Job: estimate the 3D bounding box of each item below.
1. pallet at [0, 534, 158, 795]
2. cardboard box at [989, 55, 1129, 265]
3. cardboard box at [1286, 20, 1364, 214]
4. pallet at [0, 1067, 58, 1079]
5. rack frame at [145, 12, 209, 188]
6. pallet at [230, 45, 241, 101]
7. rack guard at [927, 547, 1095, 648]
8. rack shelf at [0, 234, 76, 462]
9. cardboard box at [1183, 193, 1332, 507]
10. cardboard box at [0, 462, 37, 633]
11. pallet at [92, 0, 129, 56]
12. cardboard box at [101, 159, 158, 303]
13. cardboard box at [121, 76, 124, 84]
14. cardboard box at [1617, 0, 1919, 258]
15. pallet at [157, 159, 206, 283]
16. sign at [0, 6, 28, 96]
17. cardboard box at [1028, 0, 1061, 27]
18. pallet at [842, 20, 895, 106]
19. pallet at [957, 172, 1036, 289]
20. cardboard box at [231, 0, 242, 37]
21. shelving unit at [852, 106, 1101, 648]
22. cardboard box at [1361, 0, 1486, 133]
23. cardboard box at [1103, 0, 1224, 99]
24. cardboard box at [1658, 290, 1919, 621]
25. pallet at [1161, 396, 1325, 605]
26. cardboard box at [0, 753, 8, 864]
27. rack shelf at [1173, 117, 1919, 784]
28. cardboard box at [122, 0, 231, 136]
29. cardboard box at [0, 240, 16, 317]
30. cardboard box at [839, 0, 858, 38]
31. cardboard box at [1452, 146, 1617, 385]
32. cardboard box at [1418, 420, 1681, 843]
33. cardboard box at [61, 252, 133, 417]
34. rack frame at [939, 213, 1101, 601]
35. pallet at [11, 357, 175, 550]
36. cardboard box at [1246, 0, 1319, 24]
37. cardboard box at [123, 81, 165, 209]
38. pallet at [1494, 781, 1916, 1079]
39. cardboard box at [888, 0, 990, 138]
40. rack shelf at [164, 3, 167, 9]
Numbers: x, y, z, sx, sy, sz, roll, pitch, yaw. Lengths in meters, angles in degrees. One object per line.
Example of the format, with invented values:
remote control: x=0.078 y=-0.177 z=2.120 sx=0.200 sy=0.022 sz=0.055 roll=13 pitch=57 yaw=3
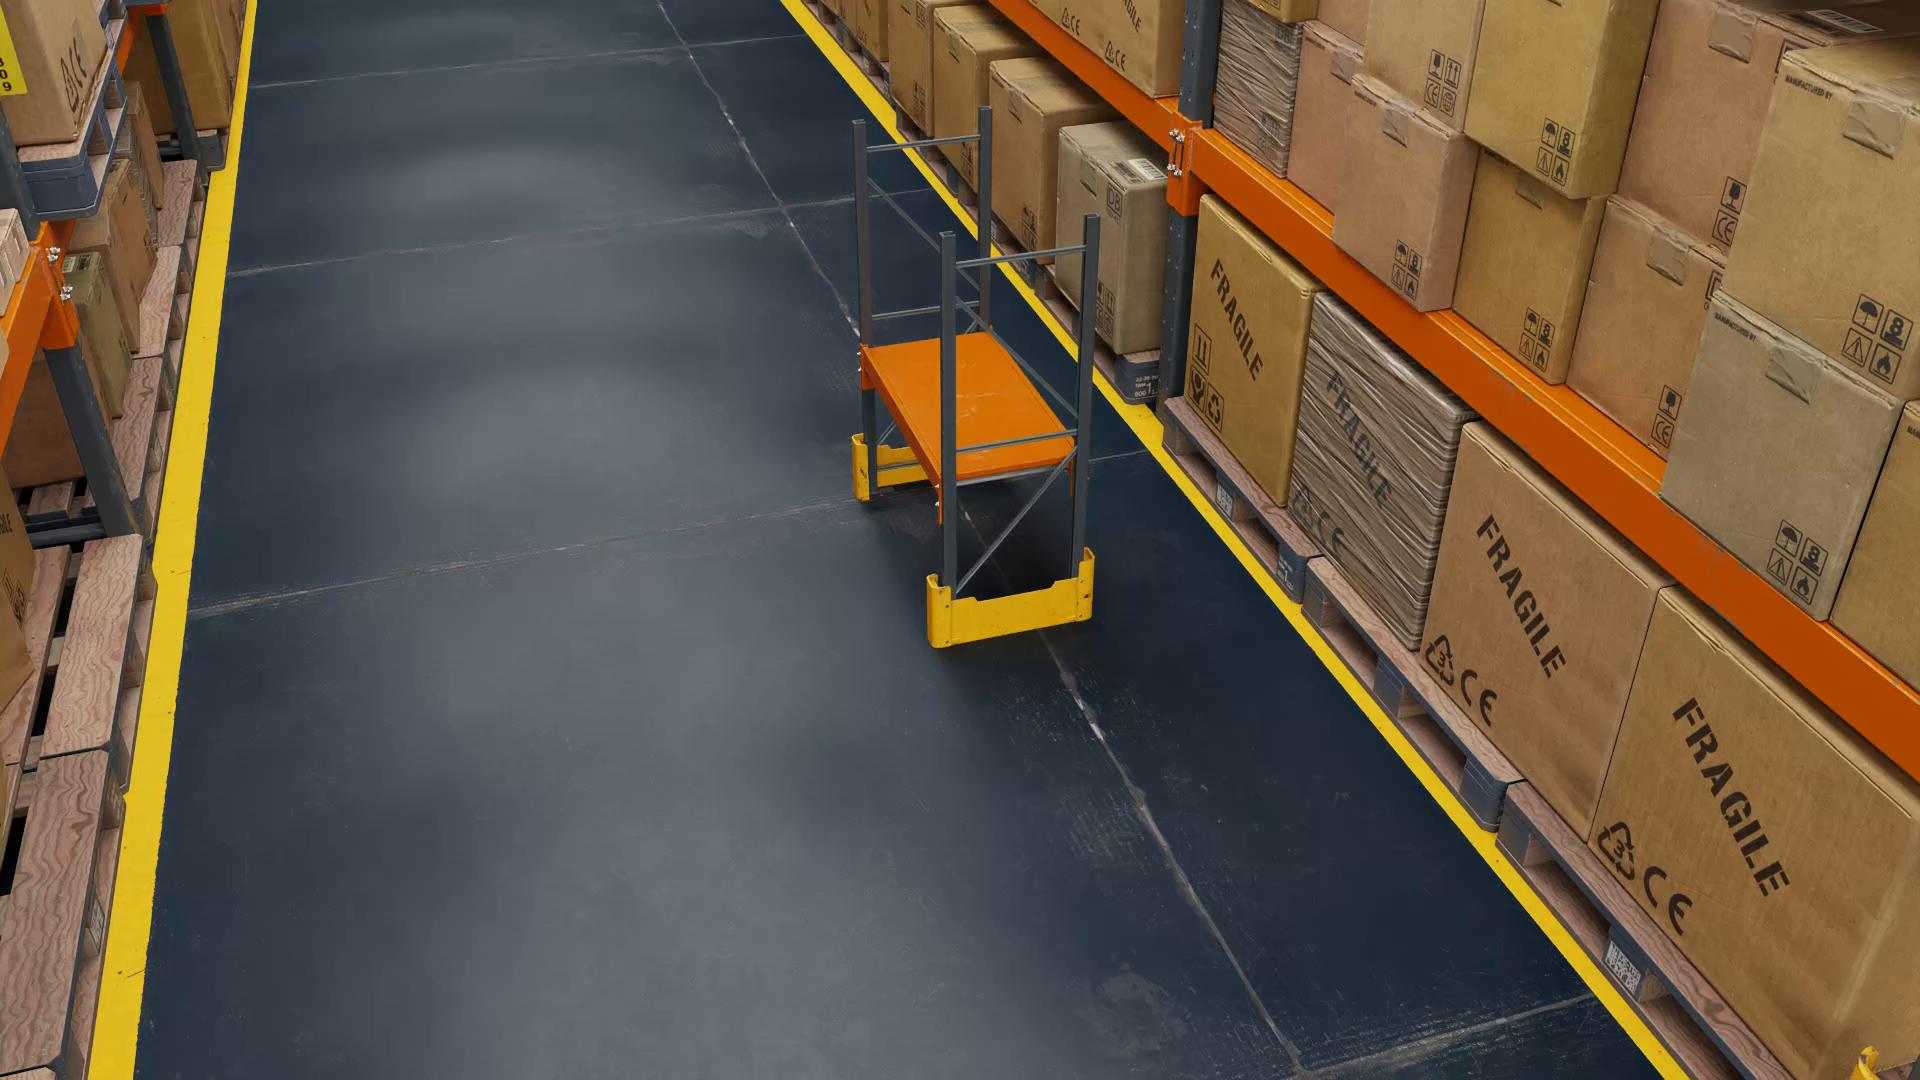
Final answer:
pallet: x=-3.196 y=0.462 z=5.360 sx=1.003 sy=0.211 sz=1.213 roll=-10 pitch=35 yaw=-15
cardboard box: x=0.754 y=-1.884 z=8.040 sx=1.050 sy=0.750 sz=0.750 roll=-10 pitch=35 yaw=-15
cardboard box: x=1.633 y=-1.415 z=5.535 sx=0.875 sy=0.550 sz=0.550 roll=-10 pitch=35 yaw=-15
pallet: x=-2.452 y=1.743 z=3.421 sx=1.003 sy=0.211 sz=1.213 roll=-10 pitch=35 yaw=-15
rack frame: x=-4.655 y=-3.149 z=8.294 sx=1.000 sy=3.000 sz=0.127 roll=-10 pitch=35 yaw=-15
pallet: x=-5.192 y=-3.051 z=10.676 sx=1.003 sy=0.211 sz=1.213 roll=-10 pitch=35 yaw=-15
rack guard: x=0.175 y=0.197 z=5.725 sx=0.587 sy=0.250 sz=0.087 roll=-10 pitch=35 yaw=-15
rack shelf: x=-2.825 y=0.302 z=3.725 sx=1.077 sy=0.370 sz=4.000 roll=-10 pitch=35 yaw=-15
cardboard box: x=1.445 y=-0.776 z=6.250 sx=0.875 sy=0.875 sz=0.875 roll=-9 pitch=35 yaw=-14
cardboard box: x=-3.351 y=0.036 z=5.361 sx=0.500 sy=0.500 sz=0.500 roll=-11 pitch=35 yaw=-16
pallet: x=-4.012 y=-2.036 z=6.785 sx=1.003 sy=0.211 sz=1.213 roll=-10 pitch=35 yaw=-15
cardboard box: x=-4.070 y=-1.355 z=7.449 sx=0.700 sy=0.500 sz=0.500 roll=-7 pitch=34 yaw=-11
cardboard box: x=-4.422 y=-2.255 z=8.131 sx=0.500 sy=0.250 sz=0.500 roll=-9 pitch=34 yaw=-13
cardboard box: x=2.167 y=-1.034 z=3.978 sx=0.875 sy=0.550 sz=0.550 roll=-10 pitch=35 yaw=-15
pallet: x=-4.418 y=-1.575 z=8.442 sx=1.003 sy=0.211 sz=1.213 roll=-10 pitch=35 yaw=-15
sign: x=-2.920 y=-1.505 z=5.021 sx=0.100 sy=0.325 sz=0.005 roll=-10 pitch=35 yaw=-15
cardboard box: x=0.598 y=-2.631 z=7.420 sx=0.500 sy=0.500 sz=0.500 roll=-10 pitch=35 yaw=-14
pallet: x=-0.137 y=-3.177 z=10.866 sx=1.003 sy=0.211 sz=1.213 roll=-10 pitch=35 yaw=-15
pallet: x=0.637 y=-1.700 z=8.632 sx=1.003 sy=0.211 sz=1.213 roll=-10 pitch=35 yaw=-15
cardboard box: x=-5.387 y=-3.736 z=10.729 sx=1.225 sy=0.875 sz=0.875 roll=-11 pitch=35 yaw=-16
shelving unit: x=0.023 y=-0.586 z=5.776 sx=0.587 sy=1.500 sz=1.083 roll=-10 pitch=35 yaw=-15
cardboard box: x=1.712 y=-1.567 z=4.786 sx=0.875 sy=0.550 sz=0.550 roll=-10 pitch=35 yaw=-15
cardboard box: x=0.906 y=-2.100 z=6.617 sx=0.500 sy=0.500 sz=0.500 roll=-10 pitch=35 yaw=-15
cardboard box: x=2.195 y=-0.264 z=3.793 sx=0.875 sy=0.550 sz=0.550 roll=-10 pitch=35 yaw=-15
pallet: x=1.477 y=-0.254 z=6.443 sx=1.003 sy=0.211 sz=1.213 roll=-10 pitch=35 yaw=-15
cardboard box: x=-2.905 y=0.648 z=4.435 sx=0.500 sy=0.500 sz=0.500 roll=-13 pitch=36 yaw=-19
rack shelf: x=1.930 y=-0.479 z=4.907 sx=1.077 sy=0.370 sz=4.000 roll=-10 pitch=35 yaw=-15
cardboard box: x=-4.845 y=-2.803 z=9.318 sx=1.225 sy=0.875 sz=0.875 roll=-12 pitch=35 yaw=-17
cardboard box: x=-3.022 y=-0.747 z=4.888 sx=0.380 sy=0.149 sz=0.250 roll=-10 pitch=35 yaw=-15
cardboard box: x=-0.505 y=-3.637 z=10.919 sx=0.500 sy=0.500 sz=0.500 roll=-9 pitch=34 yaw=-13
cardboard box: x=1.943 y=-0.851 z=4.681 sx=0.875 sy=0.550 sz=0.500 roll=-10 pitch=35 yaw=-15
cardboard box: x=2.000 y=0.175 z=4.810 sx=0.875 sy=0.875 sz=0.875 roll=-11 pitch=35 yaw=-15
cardboard box: x=-3.729 y=-0.769 z=6.561 sx=0.700 sy=0.500 sz=0.500 roll=-10 pitch=35 yaw=-15
rack frame: x=0.181 y=-0.314 z=5.365 sx=0.500 sy=1.500 sz=0.032 roll=-10 pitch=35 yaw=-15
pallet: x=-3.673 y=-0.294 z=6.503 sx=1.003 sy=0.211 sz=1.213 roll=-10 pitch=35 yaw=-15
cardboard box: x=1.400 y=-2.143 z=5.657 sx=0.875 sy=0.550 sz=0.550 roll=-10 pitch=35 yaw=-15
cardboard box: x=-4.431 y=-1.941 z=8.335 sx=0.700 sy=0.500 sz=0.500 roll=-12 pitch=35 yaw=-17
pallet: x=2.222 y=1.027 z=4.504 sx=1.003 sy=0.211 sz=1.213 roll=-10 pitch=35 yaw=-15
cardboard box: x=0.200 y=-2.831 z=9.474 sx=1.050 sy=0.750 sz=0.750 roll=-10 pitch=35 yaw=-15
rack shelf: x=-5.265 y=-3.899 z=10.082 sx=1.077 sy=0.370 sz=4.000 roll=-10 pitch=35 yaw=-15
